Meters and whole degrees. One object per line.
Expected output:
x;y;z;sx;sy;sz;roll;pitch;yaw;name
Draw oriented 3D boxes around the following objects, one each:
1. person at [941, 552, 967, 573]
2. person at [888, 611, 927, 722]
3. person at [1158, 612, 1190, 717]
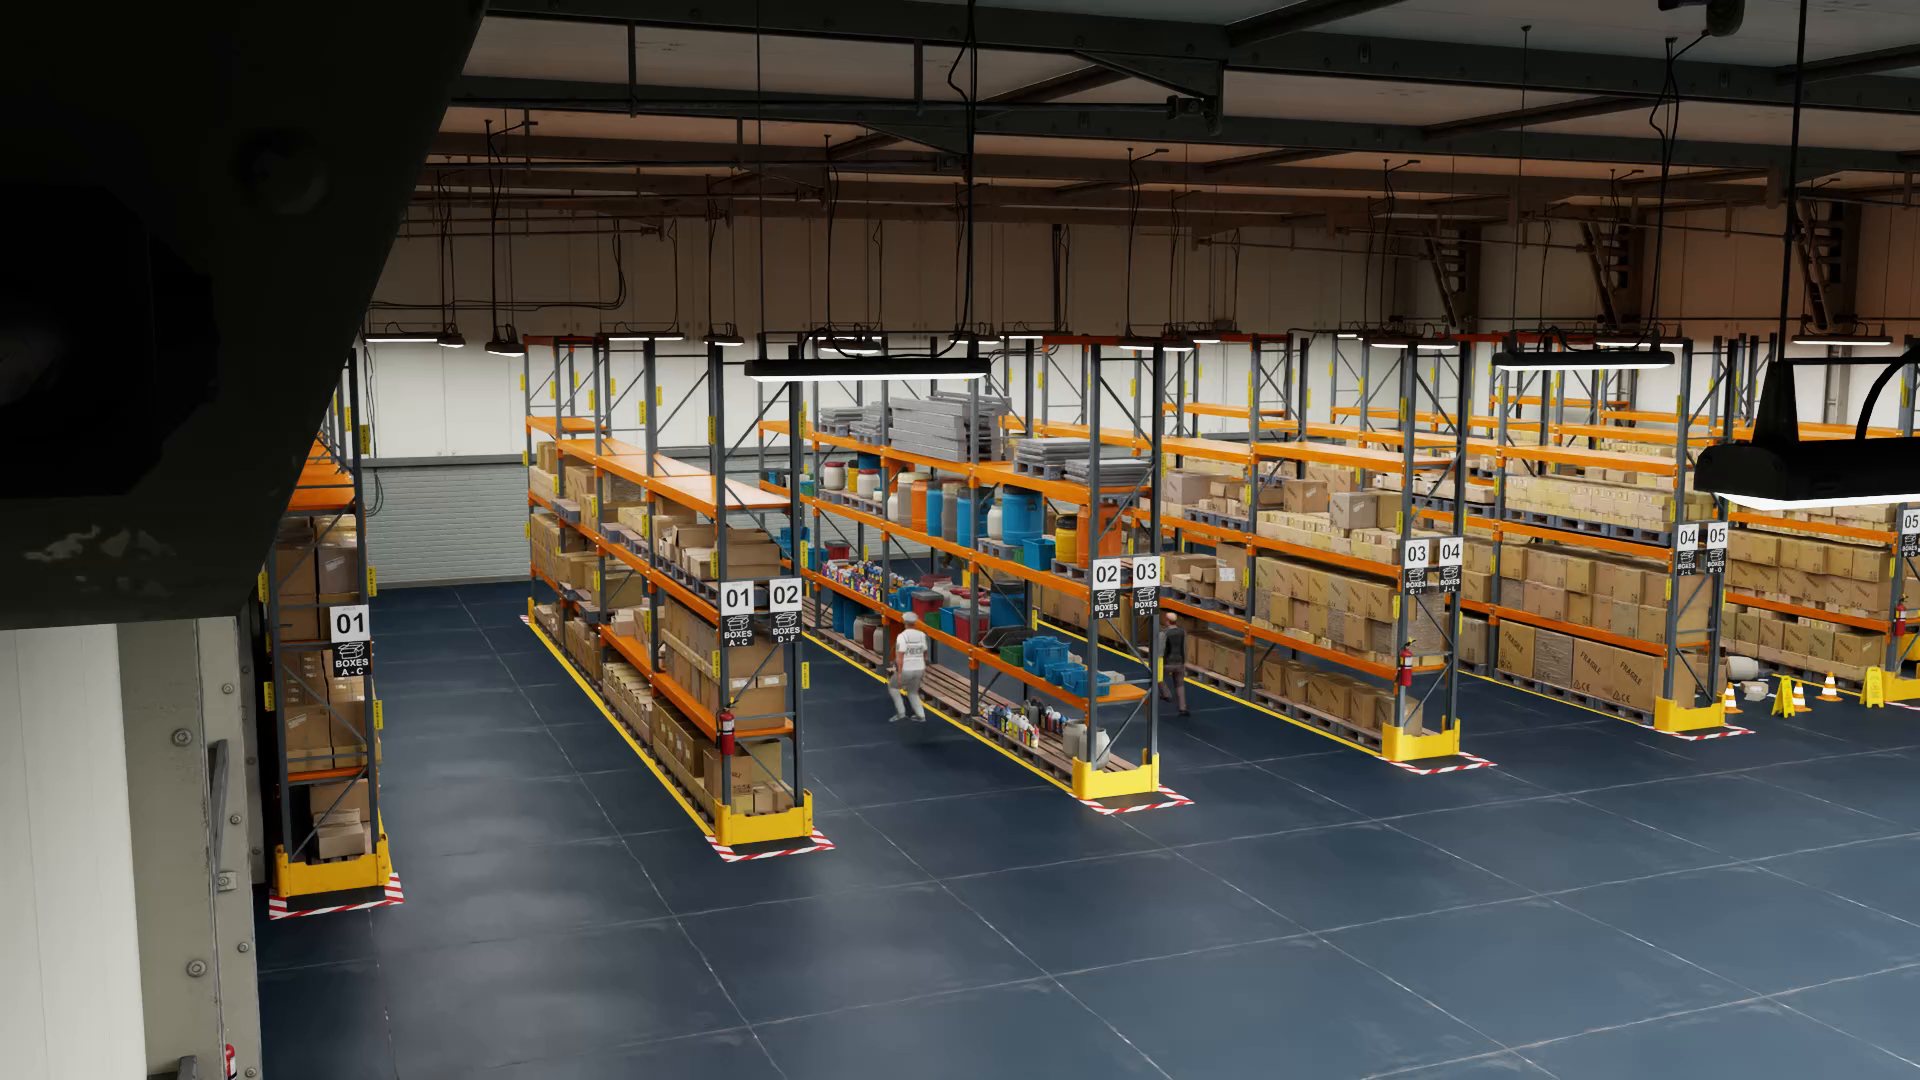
-0.071;-0.058;41.410;1.164;1.707;0.568;6;10;39;person
-0.744;1.937;25.110;0.577;1.707;0.665;-5;9;-33;person
3.328;1.965;26.342;0.561;1.674;0.679;-2;8;-18;person
